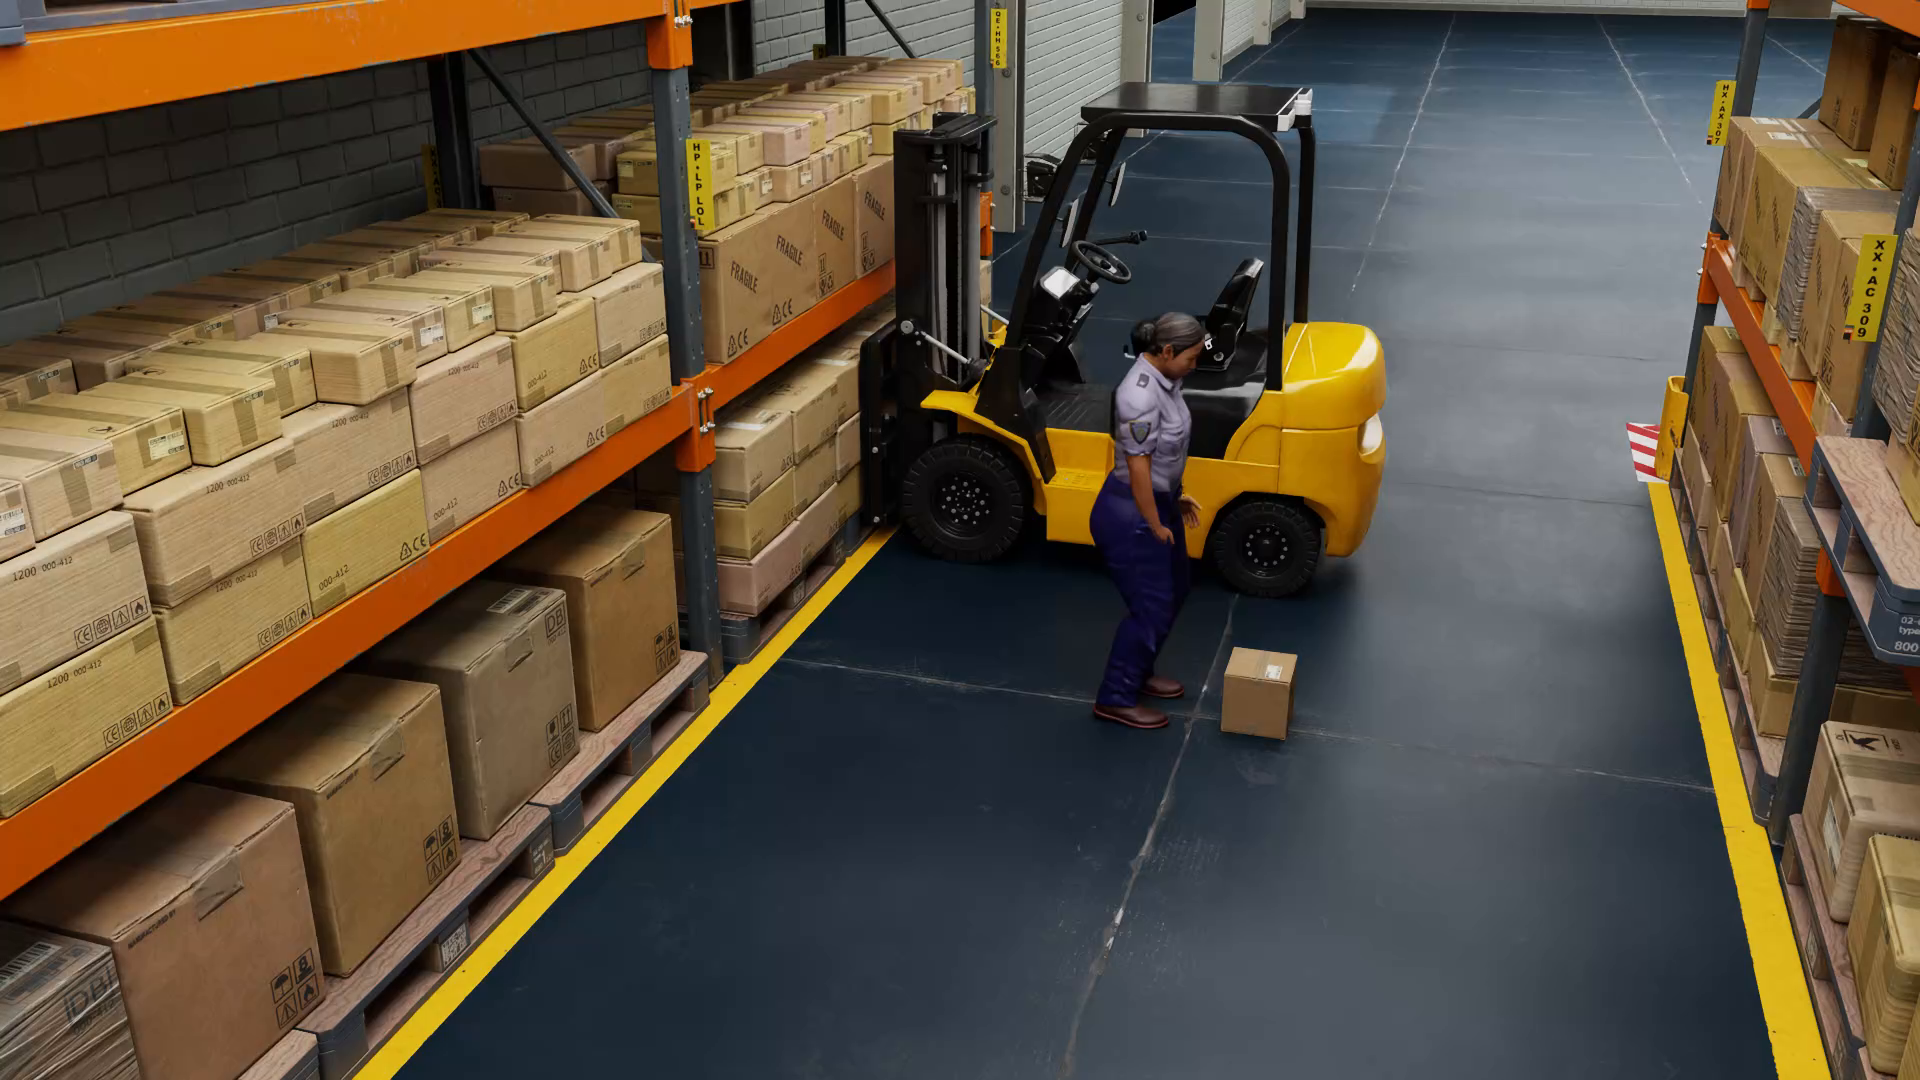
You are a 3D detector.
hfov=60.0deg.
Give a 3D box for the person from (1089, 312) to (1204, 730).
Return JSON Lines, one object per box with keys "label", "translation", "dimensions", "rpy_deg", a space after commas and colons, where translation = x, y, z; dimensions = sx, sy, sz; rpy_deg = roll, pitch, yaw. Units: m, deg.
{"label": "person", "translation": [0.713, -0.092, 6.397], "dimensions": [0.378, 1.615, 0.493], "rpy_deg": [7, 23, 17]}
